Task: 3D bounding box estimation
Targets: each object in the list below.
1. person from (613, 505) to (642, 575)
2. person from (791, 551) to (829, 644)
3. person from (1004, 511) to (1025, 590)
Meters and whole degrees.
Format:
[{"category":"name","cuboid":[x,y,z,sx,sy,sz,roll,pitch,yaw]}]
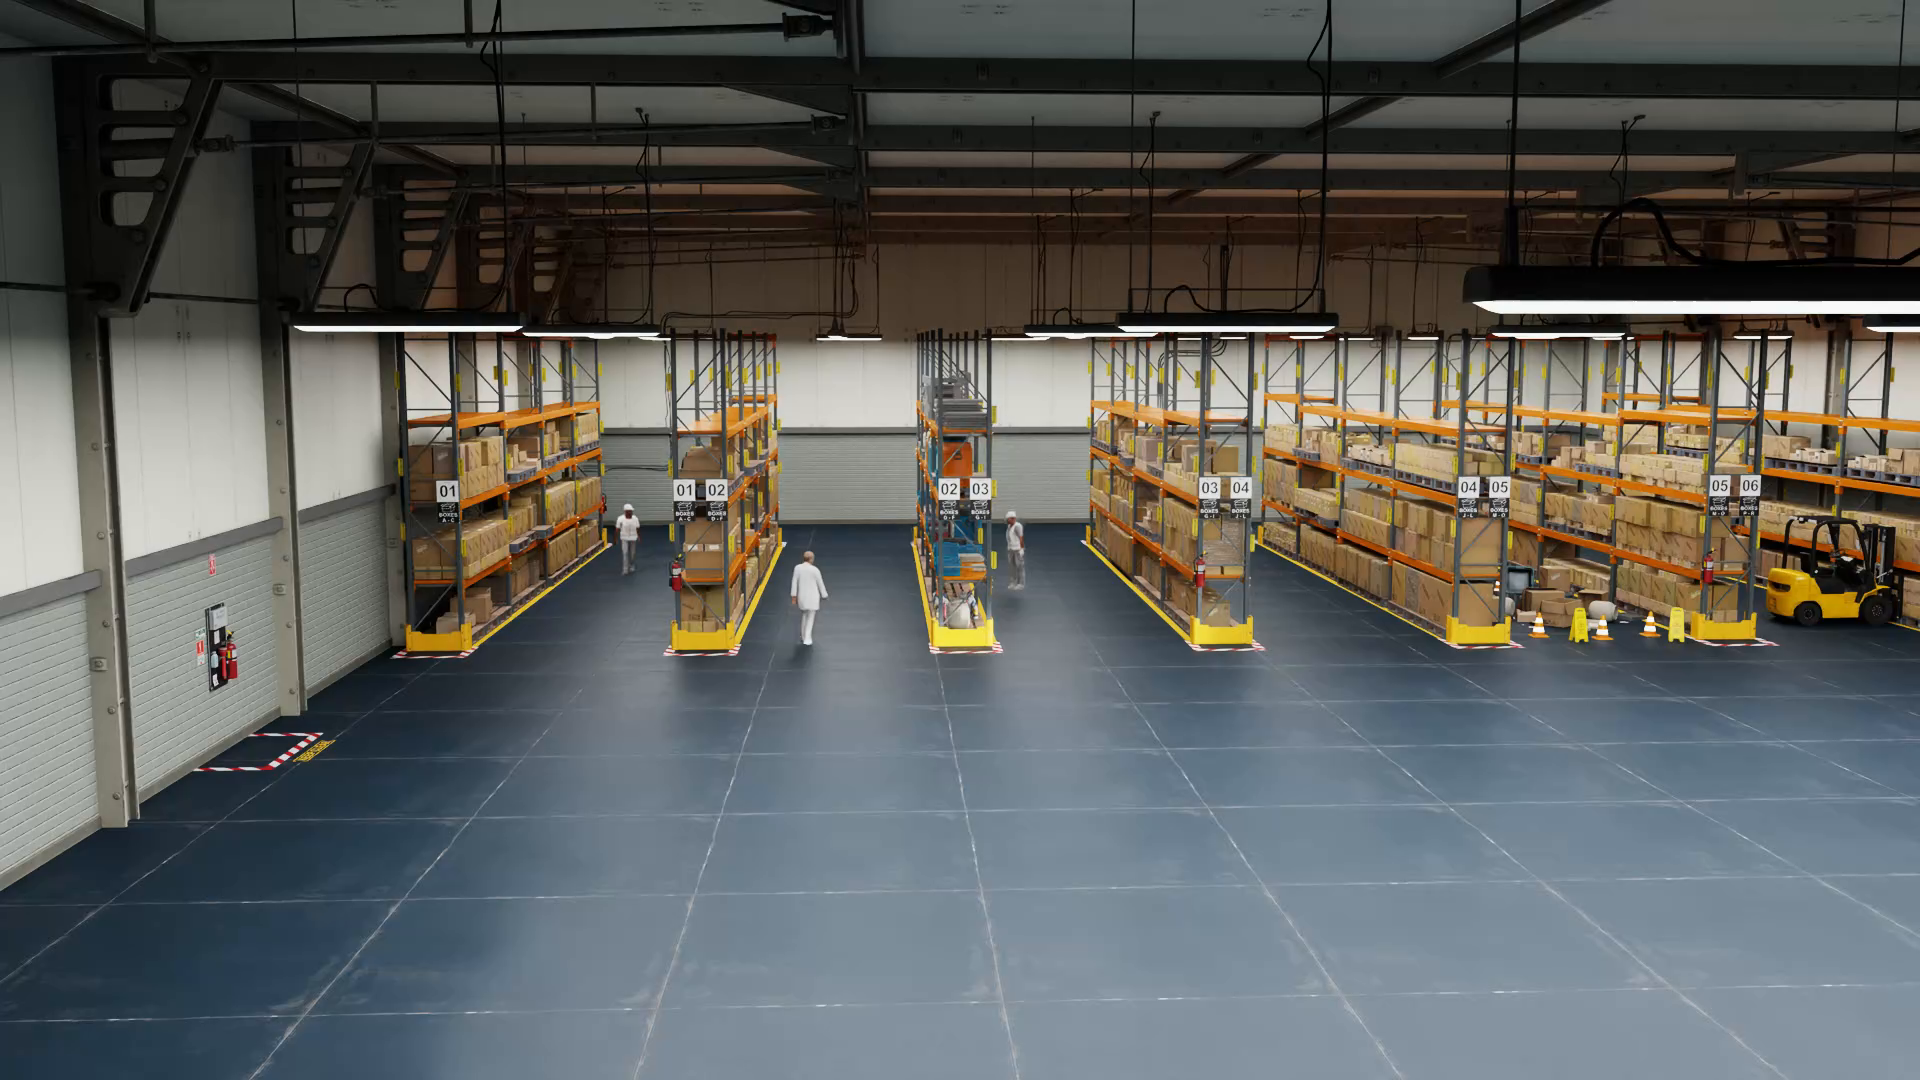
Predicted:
[{"category":"person","cuboid":[-8.258,-0.022,41.295,0.690,1.721,0.996,-1,7,-12]},{"category":"person","cuboid":[-2.892,1.127,31.737,0.692,1.842,0.553,3,7,25]},{"category":"person","cuboid":[1.268,0.240,37.648,0.410,1.787,0.597,-6,9,-40]}]
